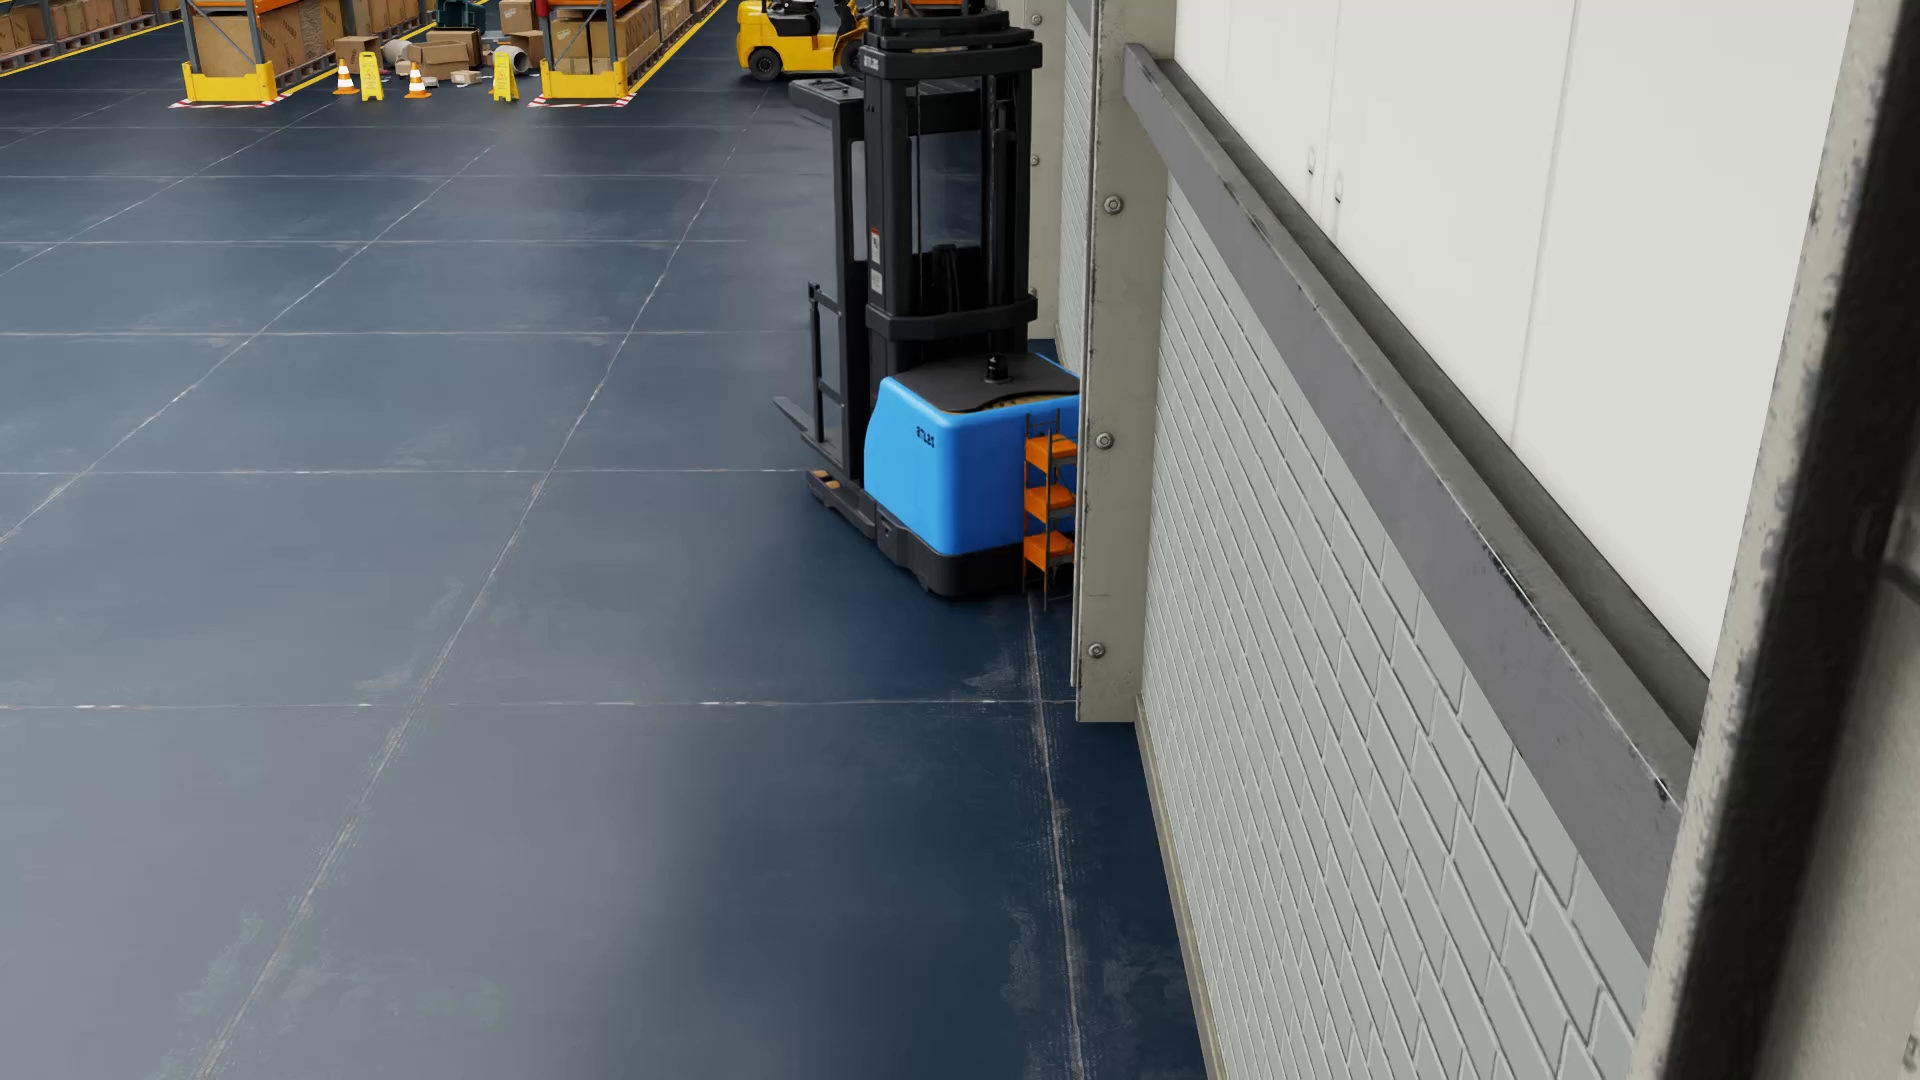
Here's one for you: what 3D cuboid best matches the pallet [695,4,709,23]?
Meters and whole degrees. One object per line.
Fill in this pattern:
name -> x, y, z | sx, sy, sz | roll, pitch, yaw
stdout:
pallet -> -5.371, -10.043, 31.700 | 1.003, 0.211, 1.213 | 0, 24, -1

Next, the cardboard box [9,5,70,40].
cardboard box -> -15.289, -8.610, 27.648 | 0.700, 0.500, 0.500 | -2, 24, -5

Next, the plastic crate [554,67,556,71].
plastic crate -> -6.197, -7.360, 25.925 | 0.402, 0.080, 0.583 | -9, 26, -19

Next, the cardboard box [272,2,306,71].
cardboard box -> -10.384, -7.493, 24.747 | 0.875, 0.875, 0.875 | -1, 24, -1

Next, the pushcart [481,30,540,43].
pushcart -> -7.674, -8.115, 27.234 | 1.648, 0.377, 0.936 | -9, 26, -19

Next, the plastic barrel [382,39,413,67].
plastic barrel -> -8.797, -7.642, 26.133 | 0.512, 0.421, 0.421 | 19, 30, 35

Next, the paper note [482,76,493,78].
paper note -> -7.211, -7.065, 25.349 | 0.148, 0.019, 0.142 | 8, 26, 18

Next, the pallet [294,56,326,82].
pallet -> -10.397, -7.188, 25.388 | 1.003, 0.211, 1.213 | 0, 24, -1

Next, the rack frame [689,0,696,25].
rack frame -> -5.438, -10.989, 30.406 | 1.000, 3.000, 0.127 | 0, 24, -1

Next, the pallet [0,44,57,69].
pallet -> -15.261, -7.749, 26.627 | 1.003, 0.211, 1.213 | 0, 24, -1

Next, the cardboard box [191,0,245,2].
cardboard box -> -10.349, -7.849, 23.283 | 0.875, 0.550, 0.550 | 0, 24, -1

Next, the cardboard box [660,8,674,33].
cardboard box -> -5.414, -8.847, 28.350 | 0.950, 0.372, 0.625 | 1, 24, 3

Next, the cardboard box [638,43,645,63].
cardboard box -> -5.100, -7.399, 25.298 | 0.500, 0.250, 0.500 | 1, 24, 3

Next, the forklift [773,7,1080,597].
forklift -> -0.300, -1.606, 9.743 | 1.130, 2.935, 3.031 | -12, 27, -24

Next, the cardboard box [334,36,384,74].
cardboard box -> -9.300, -7.504, 25.731 | 0.500, 0.500, 0.500 | 4, 25, 9

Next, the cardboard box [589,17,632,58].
cardboard box -> -5.084, -7.316, 24.203 | 0.500, 0.500, 0.500 | -1, 24, -2

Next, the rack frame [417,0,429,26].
rack frame -> -10.387, -10.925, 30.265 | 1.000, 3.000, 0.127 | 0, 24, -1

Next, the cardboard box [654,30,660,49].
cardboard box -> -5.119, -8.037, 26.706 | 0.500, 0.250, 0.500 | 1, 24, 2

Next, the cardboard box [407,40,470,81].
cardboard box -> -7.901, -7.267, 25.207 | 0.797, 0.503, 0.637 | -19, 31, -36

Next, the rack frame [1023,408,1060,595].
rack frame -> 0.433, -0.197, 8.911 | 0.200, 1.050, 0.008 | -12, 27, -24

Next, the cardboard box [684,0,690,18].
cardboard box -> -5.442, -9.750, 30.347 | 0.950, 0.372, 0.625 | -2, 24, -4

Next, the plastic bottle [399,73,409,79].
plastic bottle -> -8.458, -7.054, 25.272 | 0.133, 0.061, 0.283 | -9, 26, -19

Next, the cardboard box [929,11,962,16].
cardboard box -> -0.207, -7.721, 24.795 | 0.500, 0.250, 0.500 | 0, 24, -1

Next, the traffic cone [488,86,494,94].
traffic cone -> -6.645, -6.708, 24.019 | 0.336, 0.463, 0.334 | 0, 24, -1

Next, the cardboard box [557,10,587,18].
cardboard box -> -5.691, -7.748, 24.371 | 0.380, 0.149, 0.250 | 0, 24, 1

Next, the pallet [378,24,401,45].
pallet -> -10.443, -8.828, 29.012 | 1.003, 0.211, 1.213 | 0, 24, -1

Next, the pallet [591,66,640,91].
pallet -> -5.325, -6.788, 24.502 | 1.003, 0.211, 1.213 | 0, 24, -1

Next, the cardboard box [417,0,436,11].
cardboard box -> -10.139, -10.270, 31.341 | 0.500, 0.500, 0.500 | -1, 24, -3

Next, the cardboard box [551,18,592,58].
cardboard box -> -5.620, -7.301, 24.171 | 0.500, 0.500, 0.500 | 0, 24, 0

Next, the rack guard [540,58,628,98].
rack guard -> -5.352, -6.585, 23.702 | 1.175, 0.500, 0.348 | 0, 24, -1

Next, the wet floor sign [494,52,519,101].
wet floor sign -> -6.419, -6.536, 23.419 | 0.267, 0.644, 0.232 | 8, 26, 18

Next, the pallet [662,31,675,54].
pallet -> -5.404, -8.391, 28.046 | 1.003, 0.211, 1.213 | 0, 24, -1

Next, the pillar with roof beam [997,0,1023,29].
pillar with roof beam -> -3.733, -8.249, 17.068 | 9.100, 9.000, 0.400 | 0, 24, -1

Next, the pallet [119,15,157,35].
pallet -> -15.340, -9.352, 30.171 | 1.003, 0.211, 1.213 | 0, 24, -1

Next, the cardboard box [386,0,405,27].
cardboard box -> -10.457, -9.480, 29.290 | 1.050, 0.750, 0.750 | 0, 24, 0

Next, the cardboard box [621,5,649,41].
cardboard box -> -5.105, -7.958, 25.623 | 0.500, 0.500, 0.500 | 1, 24, 2

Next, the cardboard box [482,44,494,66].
cardboard box -> -7.532, -7.749, 26.562 | 0.258, 0.266, 0.396 | -19, 31, -36

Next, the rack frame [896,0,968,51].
rack frame -> -0.387, -7.716, 23.170 | 1.000, 3.000, 0.127 | 0, 24, -1

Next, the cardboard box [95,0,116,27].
cardboard box -> -15.288, -9.268, 29.100 | 0.700, 0.500, 0.500 | 2, 24, 4

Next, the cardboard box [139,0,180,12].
cardboard box -> -15.334, -10.452, 31.288 | 1.225, 0.875, 0.875 | -1, 24, -3

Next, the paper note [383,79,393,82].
paper note -> -8.618, -6.911, 24.996 | 0.144, 0.017, 0.142 | 8, 26, 18

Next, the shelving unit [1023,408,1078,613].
shelving unit -> 0.488, -0.152, 8.812 | 0.215, 1.050, 0.252 | -12, 27, -24

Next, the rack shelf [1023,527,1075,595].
rack shelf -> 0.488, 0.111, 8.931 | 0.215, 0.259, 0.240 | -12, 27, -24

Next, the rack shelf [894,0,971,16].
rack shelf -> -0.409, -8.212, 25.141 | 1.077, 0.370, 4.000 | 0, 24, -1

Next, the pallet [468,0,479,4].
pallet -> -10.420, -10.982, 33.775 | 1.003, 0.211, 1.213 | 0, 24, -1
